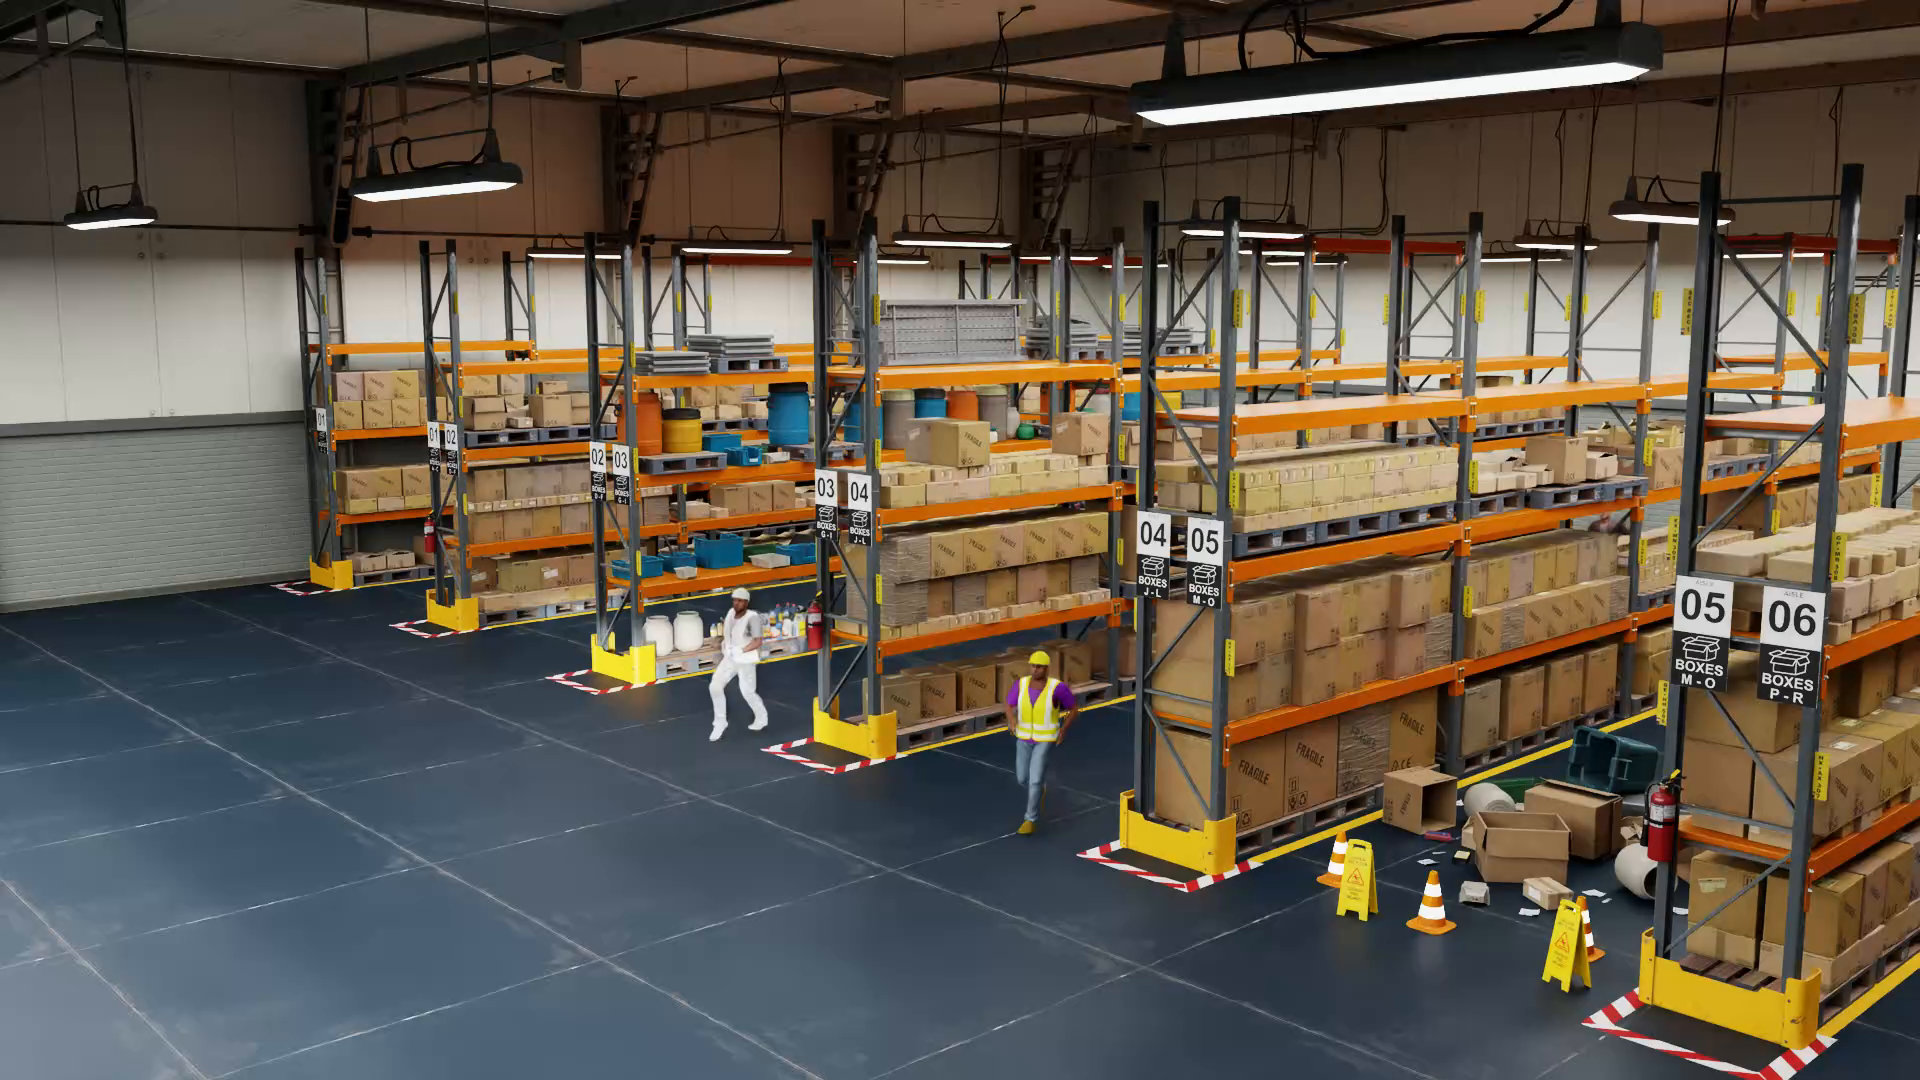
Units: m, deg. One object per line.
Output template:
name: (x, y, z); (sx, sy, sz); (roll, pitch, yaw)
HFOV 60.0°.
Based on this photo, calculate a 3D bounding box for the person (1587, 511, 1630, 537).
person: (10.781, 0.275, 27.712); (0.747, 1.721, 0.717); (7, 11, 40)

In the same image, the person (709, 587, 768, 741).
person: (-2.567, 1.447, 19.529); (0.690, 1.818, 0.734); (7, 11, 38)

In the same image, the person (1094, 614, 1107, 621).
person: (2.035, 0.399, 24.970); (0.589, 1.680, 0.528); (8, 12, 44)

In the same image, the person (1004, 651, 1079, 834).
person: (0.768, 1.932, 16.226); (0.732, 1.750, 0.774); (4, 9, 24)
